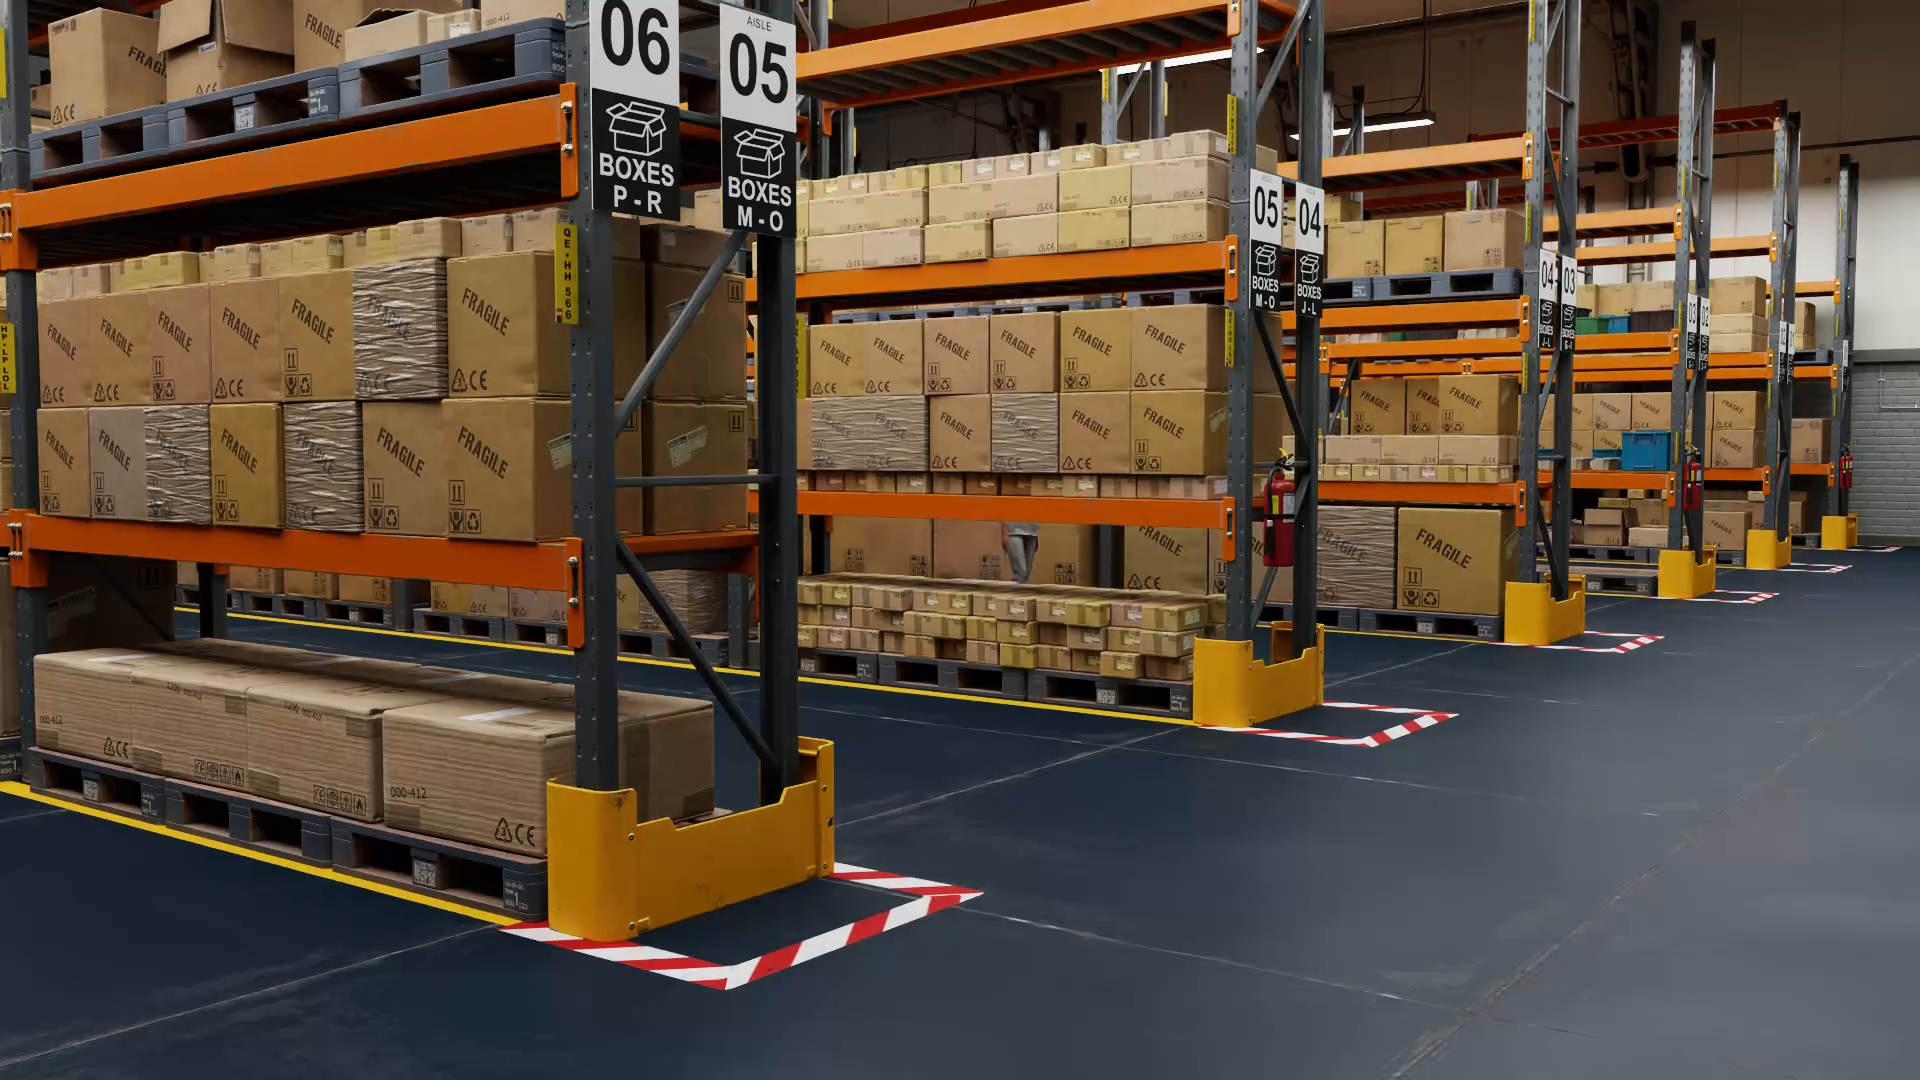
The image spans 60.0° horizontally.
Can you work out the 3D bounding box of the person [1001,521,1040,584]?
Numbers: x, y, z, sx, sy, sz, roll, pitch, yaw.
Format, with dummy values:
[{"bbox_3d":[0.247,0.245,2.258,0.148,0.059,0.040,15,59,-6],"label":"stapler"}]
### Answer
[{"bbox_3d":[0.590,-0.022,14.589,0.572,1.594,0.456,3,5,45],"label":"person"}]
